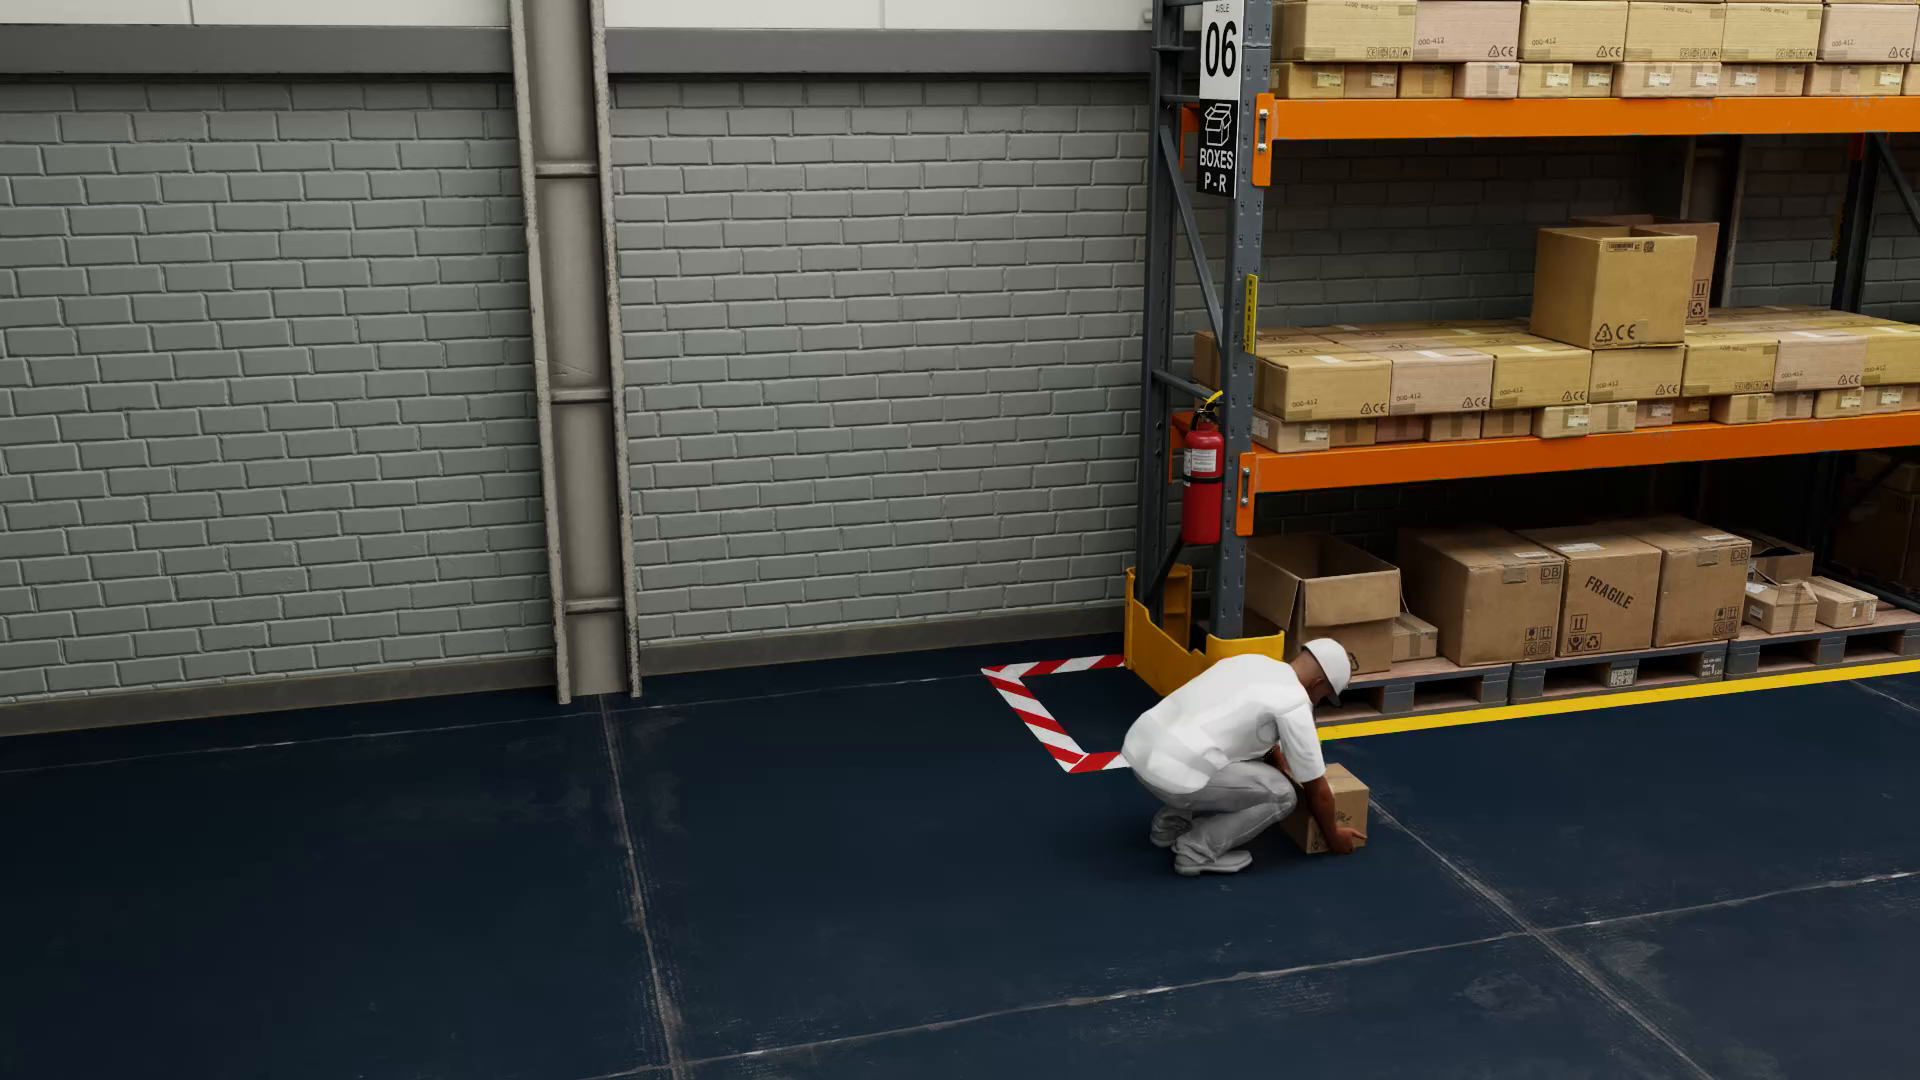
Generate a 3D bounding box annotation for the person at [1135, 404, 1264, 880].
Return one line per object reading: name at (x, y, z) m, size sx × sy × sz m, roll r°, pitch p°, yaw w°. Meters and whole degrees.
person at (0.897, 0.367, 6.208) m, size 0.446 × 1.759 × 0.604 m, roll -5°, pitch 17°, yaw -17°
